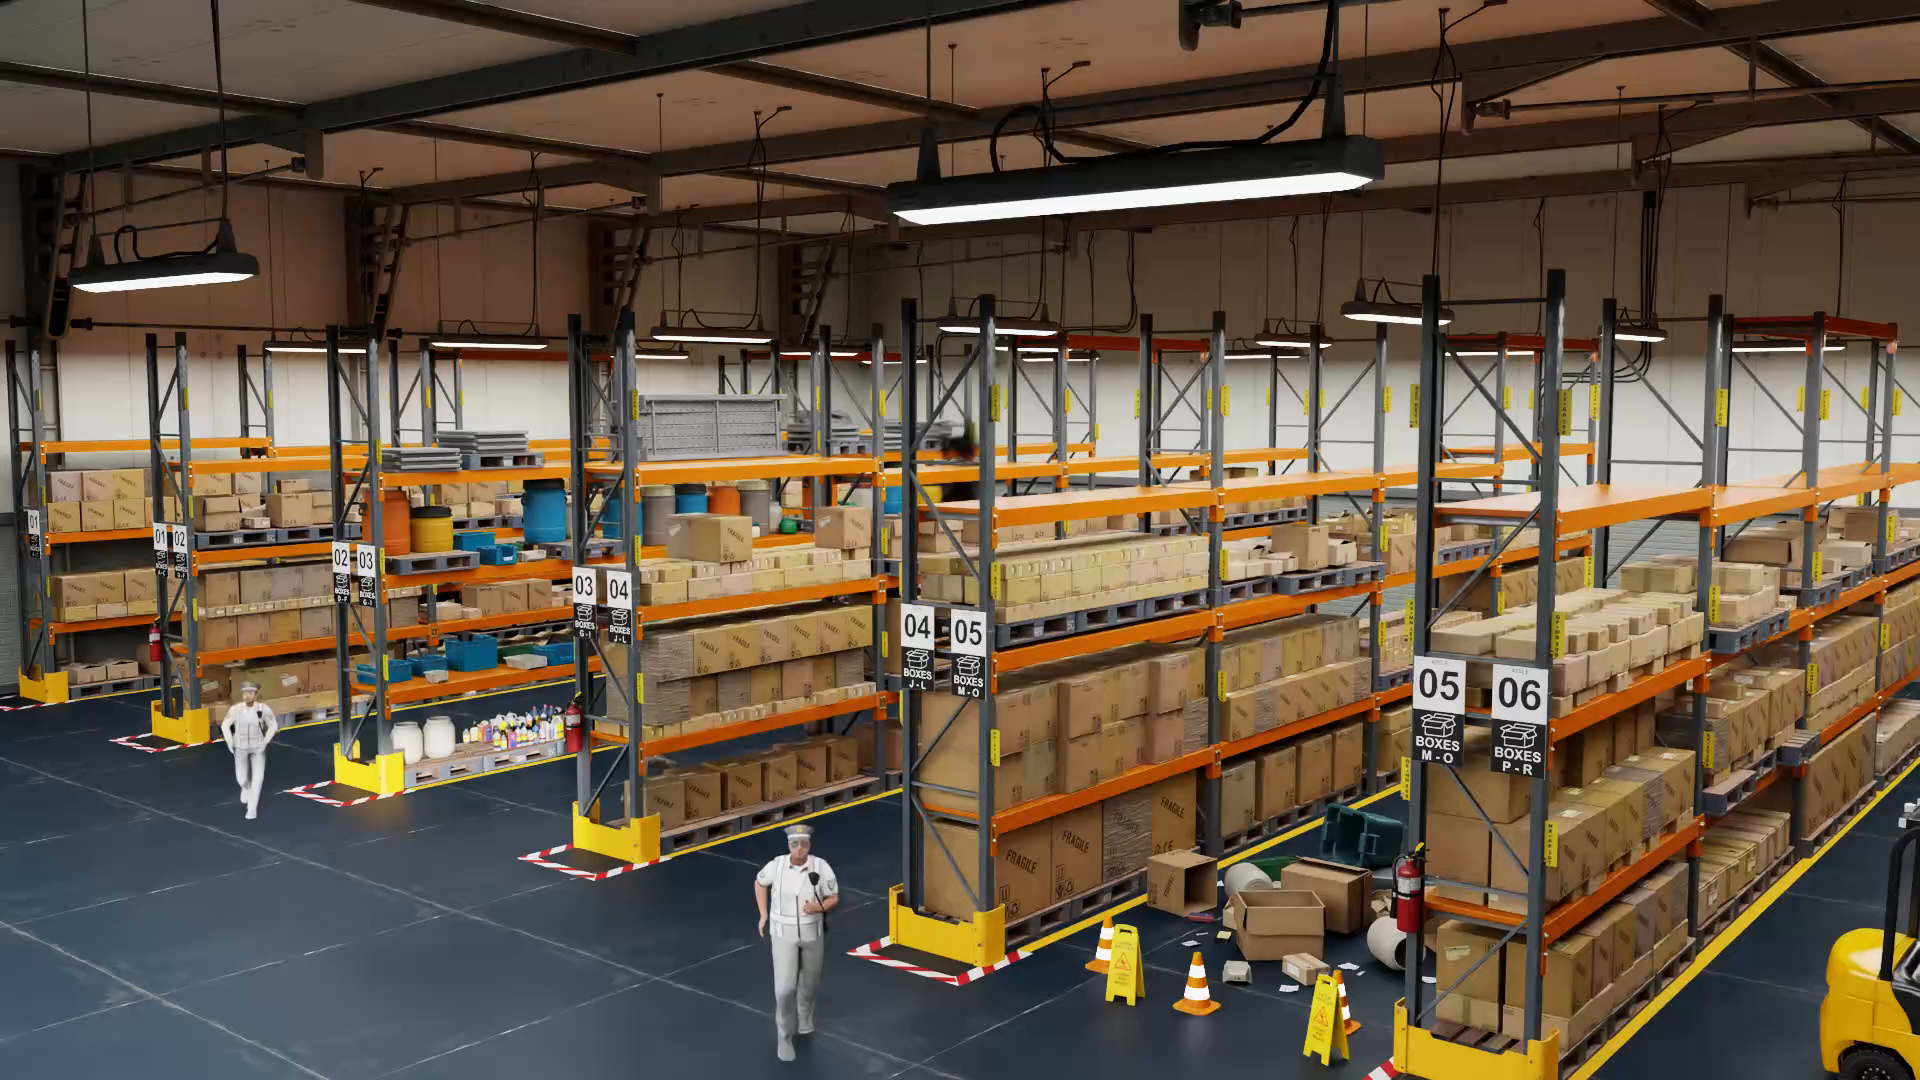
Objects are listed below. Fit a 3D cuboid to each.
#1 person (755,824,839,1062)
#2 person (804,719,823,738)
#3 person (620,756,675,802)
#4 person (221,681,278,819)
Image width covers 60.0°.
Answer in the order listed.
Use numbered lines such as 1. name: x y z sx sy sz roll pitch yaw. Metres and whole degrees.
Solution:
1. person: -1.267 3.124 13.020 0.631 1.850 0.767 -1 5 -11
2. person: -2.032 2.242 23.122 0.651 1.675 0.583 4 6 34
3. person: -3.924 2.437 21.038 0.630 1.656 0.949 4 7 39
4. person: -8.653 2.530 20.283 0.640 1.677 0.521 -2 5 -20
